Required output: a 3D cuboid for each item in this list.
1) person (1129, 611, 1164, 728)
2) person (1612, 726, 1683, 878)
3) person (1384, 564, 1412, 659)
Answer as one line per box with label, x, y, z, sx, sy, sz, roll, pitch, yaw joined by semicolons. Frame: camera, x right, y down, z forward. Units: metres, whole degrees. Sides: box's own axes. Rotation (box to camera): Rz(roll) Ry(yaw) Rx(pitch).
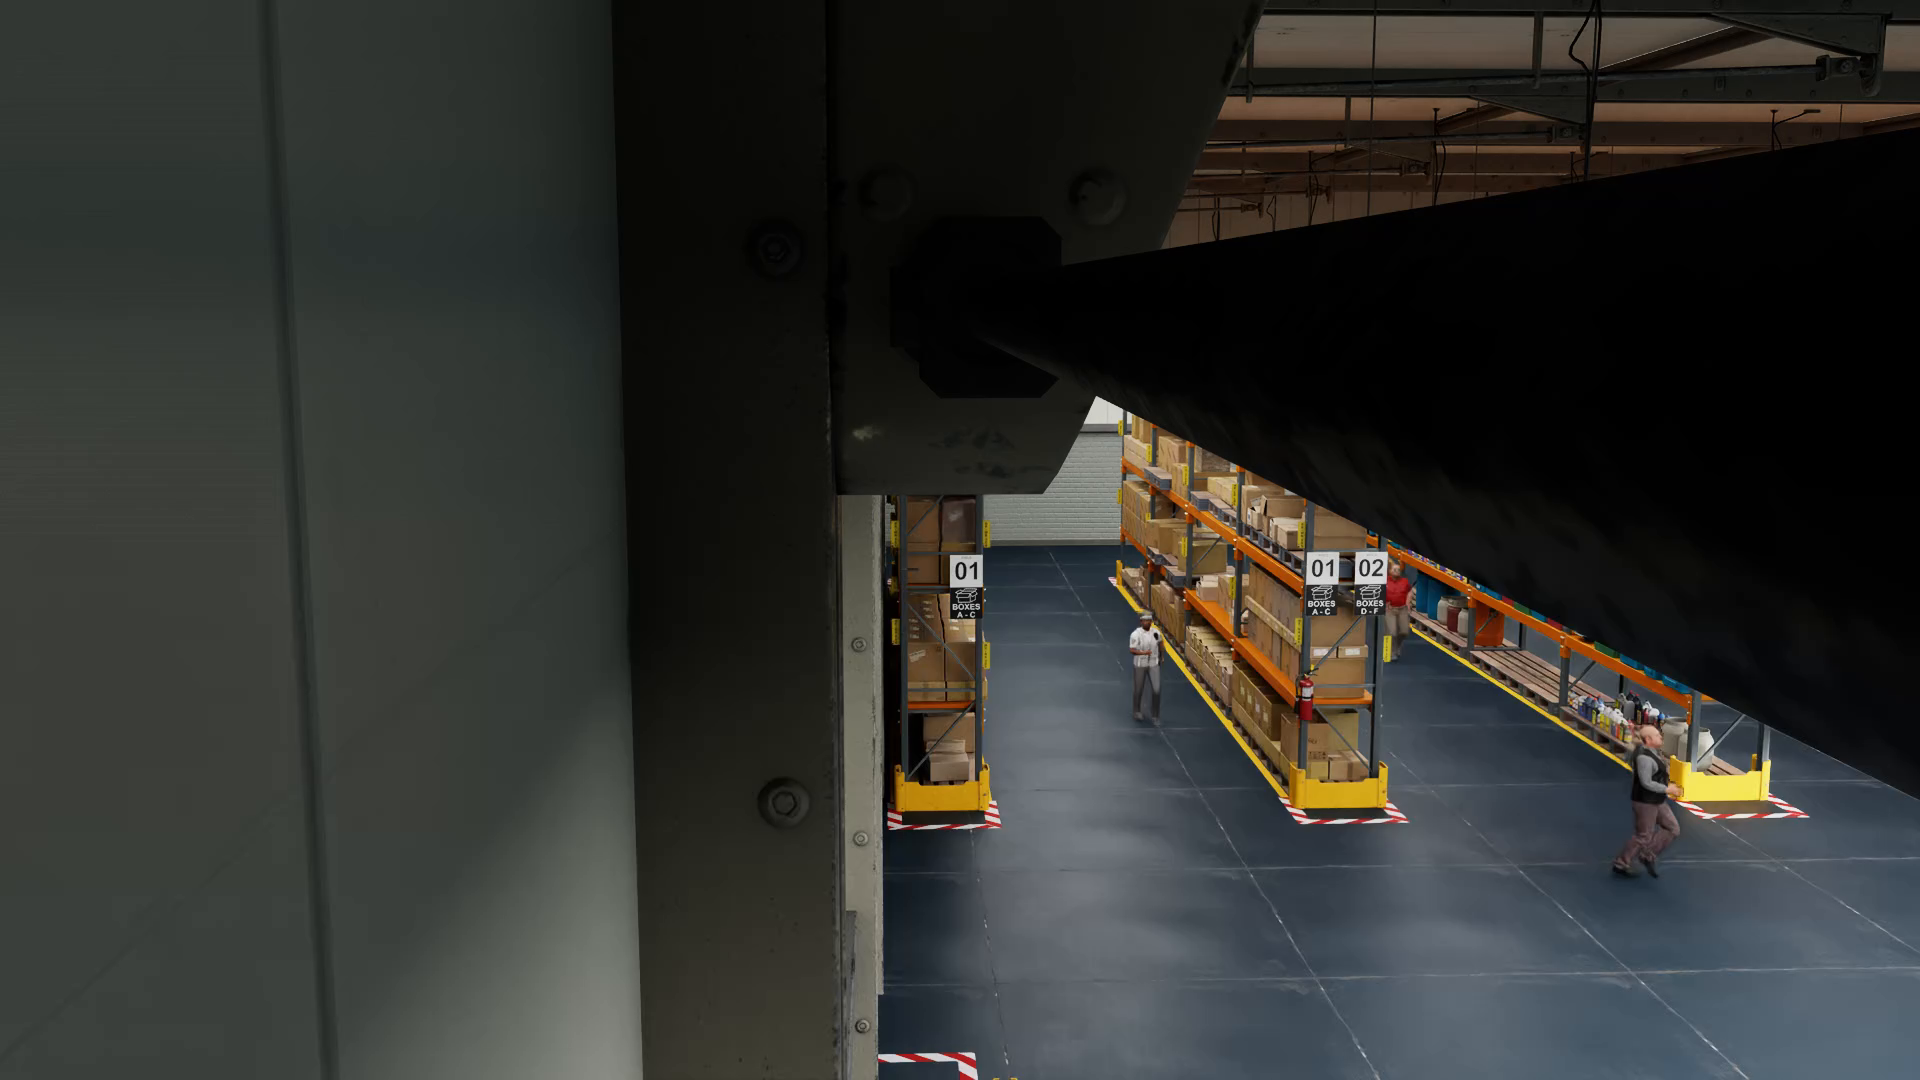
person;2.765;1.894;24.544;0.568;1.750;0.739;-1;8;-6
person;7.478;2.850;18.044;0.667;1.718;0.658;5;10;29
person;7.555;1.250;28.805;0.638;1.673;0.551;0;8;-1
